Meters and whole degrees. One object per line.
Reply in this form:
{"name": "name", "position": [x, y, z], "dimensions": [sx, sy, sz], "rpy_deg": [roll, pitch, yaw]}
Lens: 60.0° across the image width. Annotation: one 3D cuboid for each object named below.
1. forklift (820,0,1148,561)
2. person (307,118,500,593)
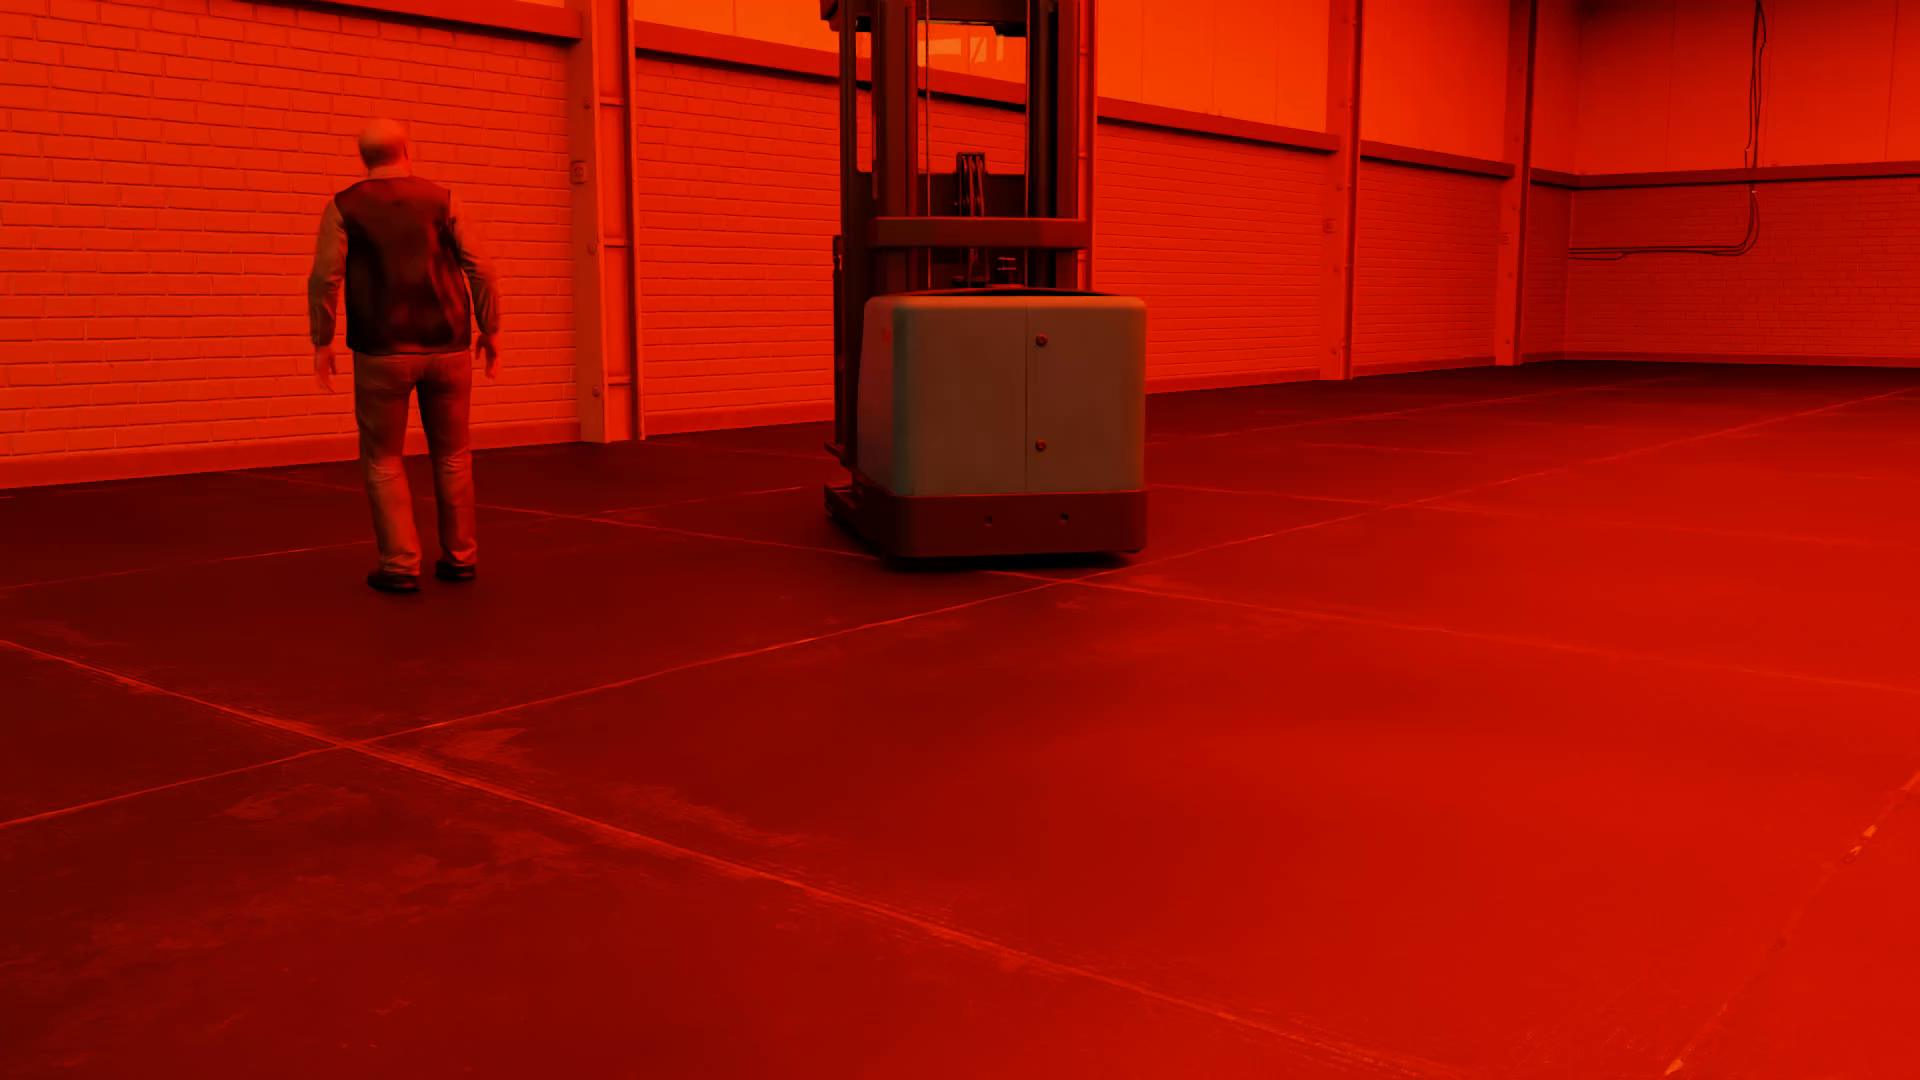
{"name": "forklift", "position": [-0.051, -1.537, 7.788], "dimensions": [1.130, 2.935, 3.031], "rpy_deg": [-2, 9, -12]}
{"name": "person", "position": [-2.051, -0.684, 6.159], "dimensions": [0.691, 1.714, 0.489], "rpy_deg": [-5, 10, -30]}
